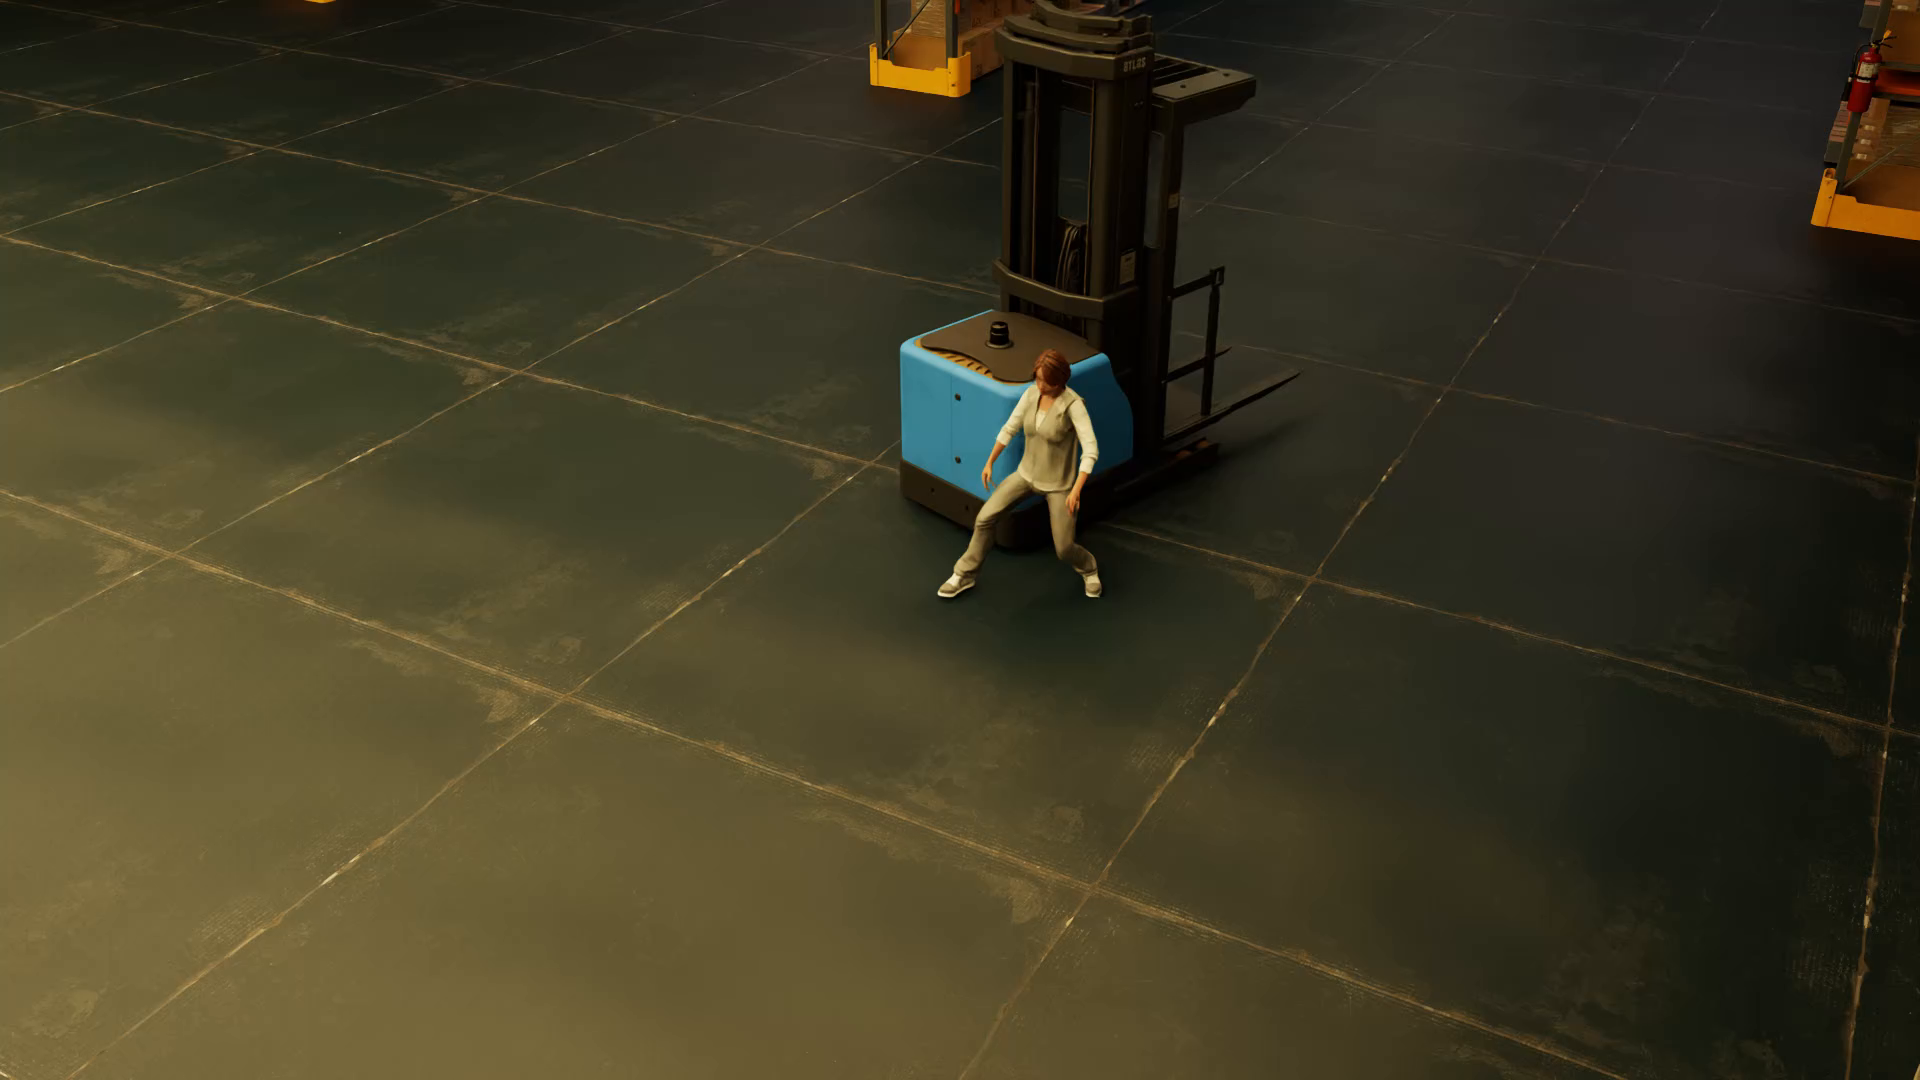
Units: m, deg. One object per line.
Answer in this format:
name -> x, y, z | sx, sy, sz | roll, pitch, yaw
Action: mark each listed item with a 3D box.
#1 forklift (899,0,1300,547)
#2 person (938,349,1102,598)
forklift -> 1.043, -1.850, 10.276 | 3.031, 2.935, 1.130 | -25, 38, -36
person -> 0.400, -0.320, 9.102 | 0.779, 1.468, 0.785 | 24, 38, 35
